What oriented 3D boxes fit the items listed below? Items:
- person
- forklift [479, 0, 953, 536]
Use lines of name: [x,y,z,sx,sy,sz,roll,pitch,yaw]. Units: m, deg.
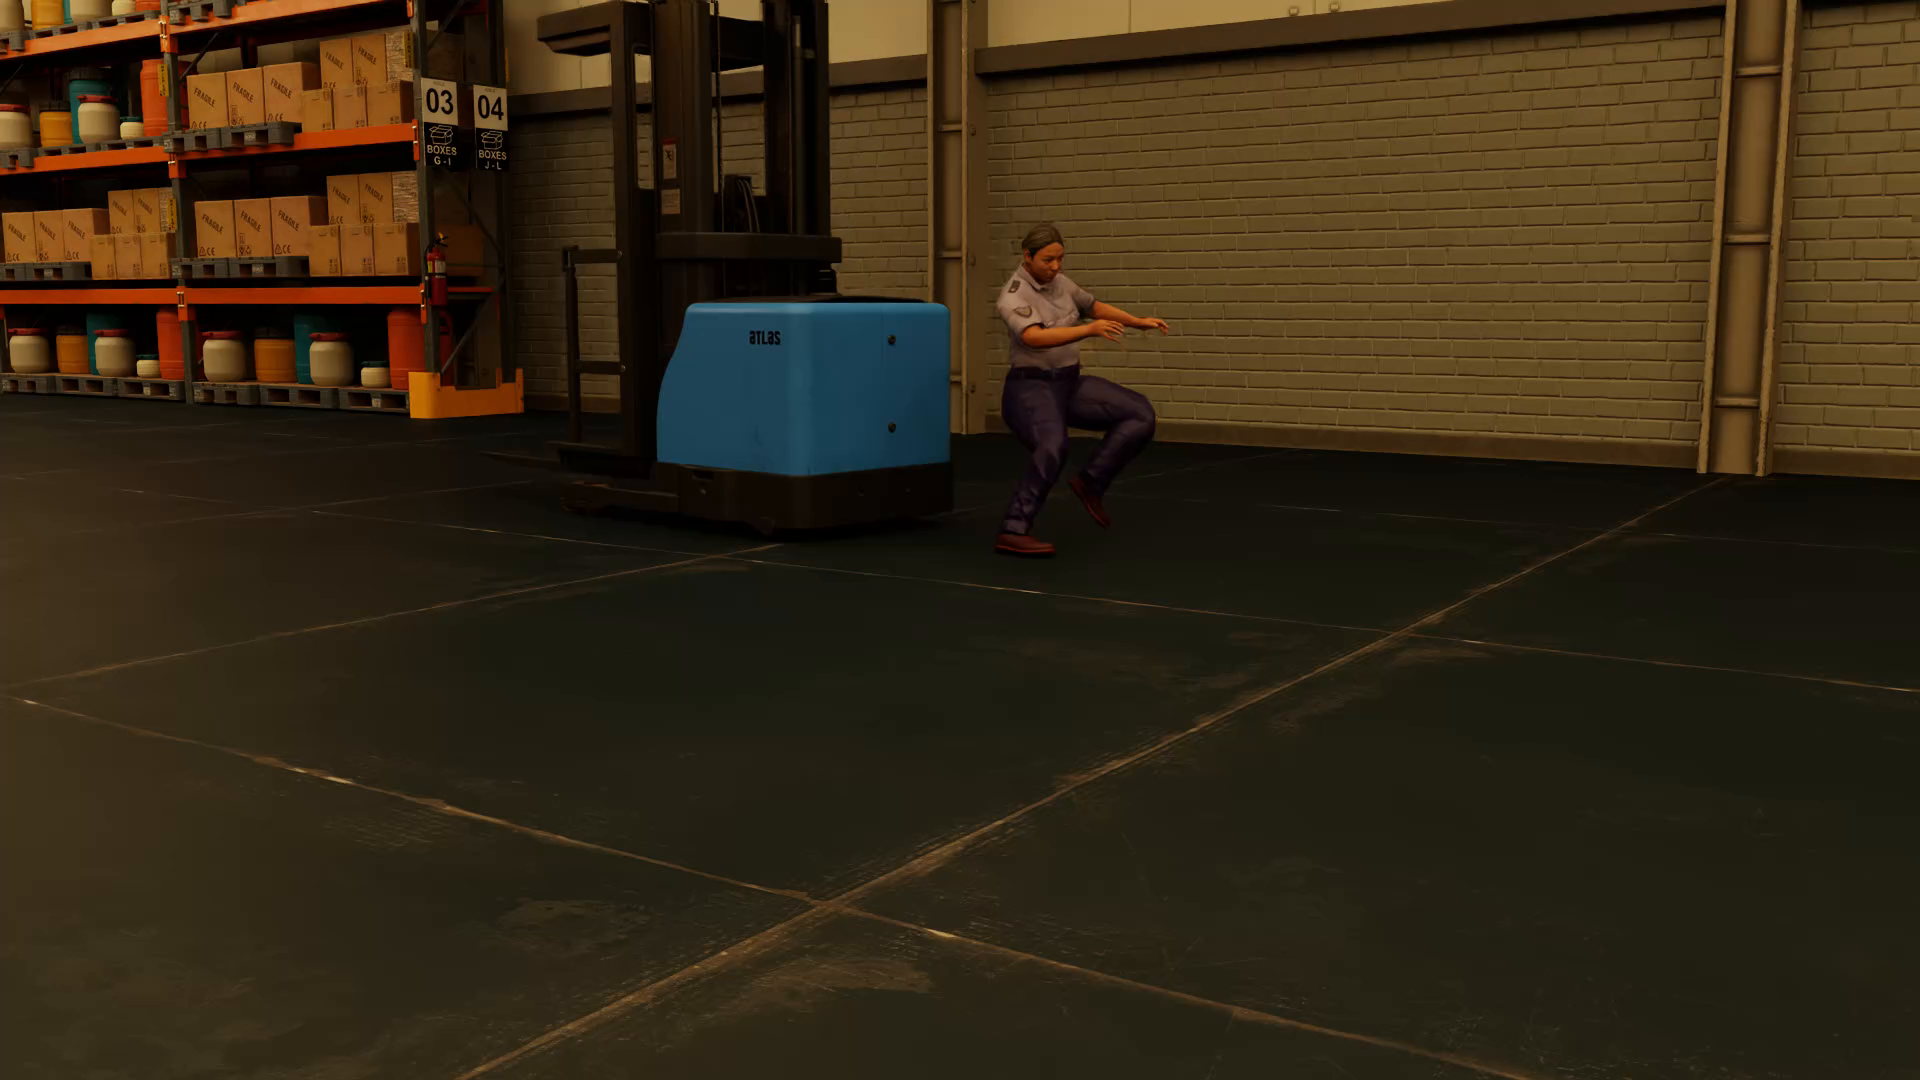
person: [0.514,-0.684,7.370,0.740,1.413,0.909,7,11,42]
forklift: [-1.446,-1.621,8.591,3.031,2.935,1.130,8,11,43]
